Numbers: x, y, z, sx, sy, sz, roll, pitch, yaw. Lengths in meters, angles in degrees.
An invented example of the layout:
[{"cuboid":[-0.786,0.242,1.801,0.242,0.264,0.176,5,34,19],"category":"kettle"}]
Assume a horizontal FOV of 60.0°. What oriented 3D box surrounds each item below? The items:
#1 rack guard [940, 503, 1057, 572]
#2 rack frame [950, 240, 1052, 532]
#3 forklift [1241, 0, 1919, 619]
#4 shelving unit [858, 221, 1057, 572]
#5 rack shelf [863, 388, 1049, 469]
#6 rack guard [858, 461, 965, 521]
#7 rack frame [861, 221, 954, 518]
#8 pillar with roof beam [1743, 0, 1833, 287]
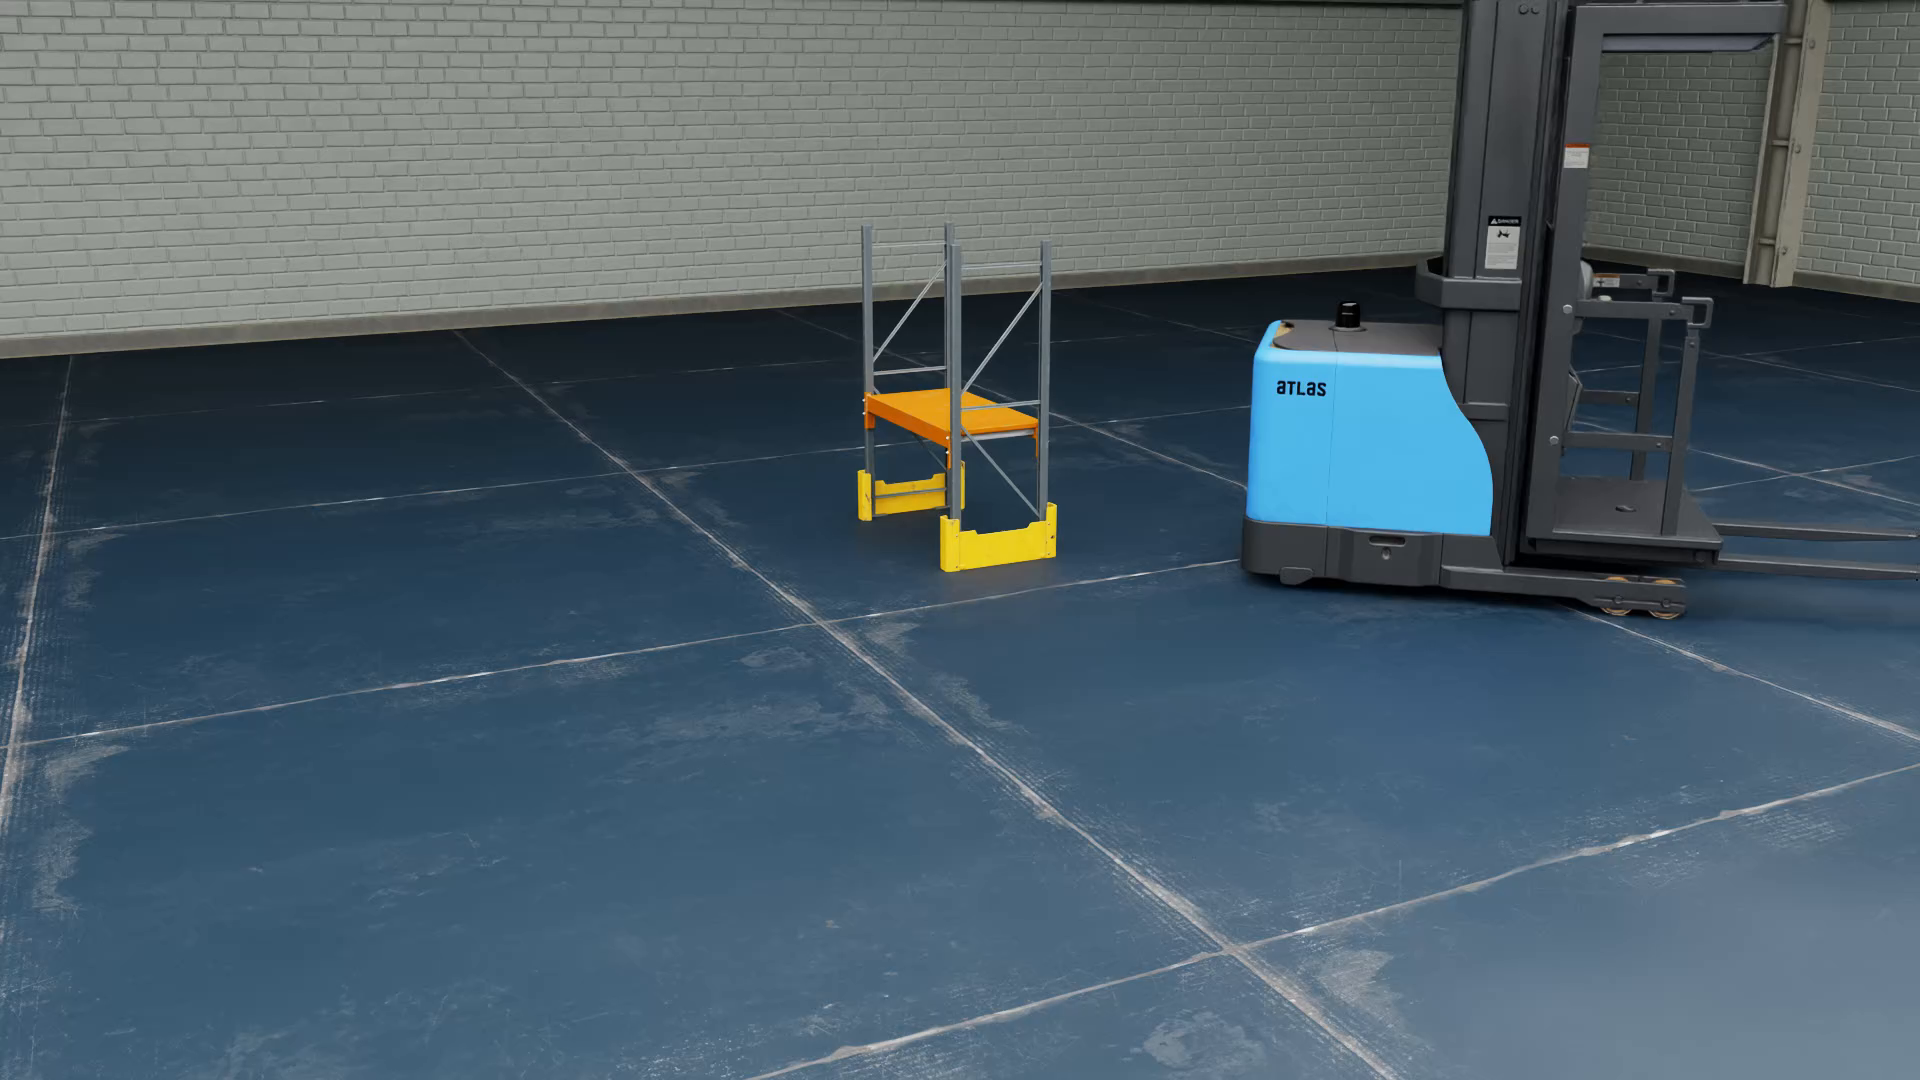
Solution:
[{"cuboid":[0.185,-0.016,7.852,0.587,0.250,0.087,-8,18,-25],"category":"rack guard"},{"cuboid":[0.185,-0.616,7.678,0.500,1.500,0.032,-8,18,-25],"category":"rack frame"},{"cuboid":[2.852,-1.234,7.235,3.031,2.935,1.130,4,16,14],"category":"forklift"},{"cuboid":[-0.033,-0.740,8.110,0.587,1.500,1.083,-8,18,-25],"category":"shelving unit"},{"cuboid":[-0.037,-0.569,8.167,0.538,0.185,1.000,-8,18,-25],"category":"rack shelf"},{"cuboid":[-0.252,-0.263,8.712,0.587,0.250,0.087,-8,18,-25],"category":"rack guard"},{"cuboid":[-0.260,-0.868,8.557,0.500,1.500,0.032,-8,18,-25],"category":"rack frame"},{"cuboid":[4.760,-6.535,14.708,9.100,9.000,0.400,-8,18,-25],"category":"pillar with roof beam"}]
